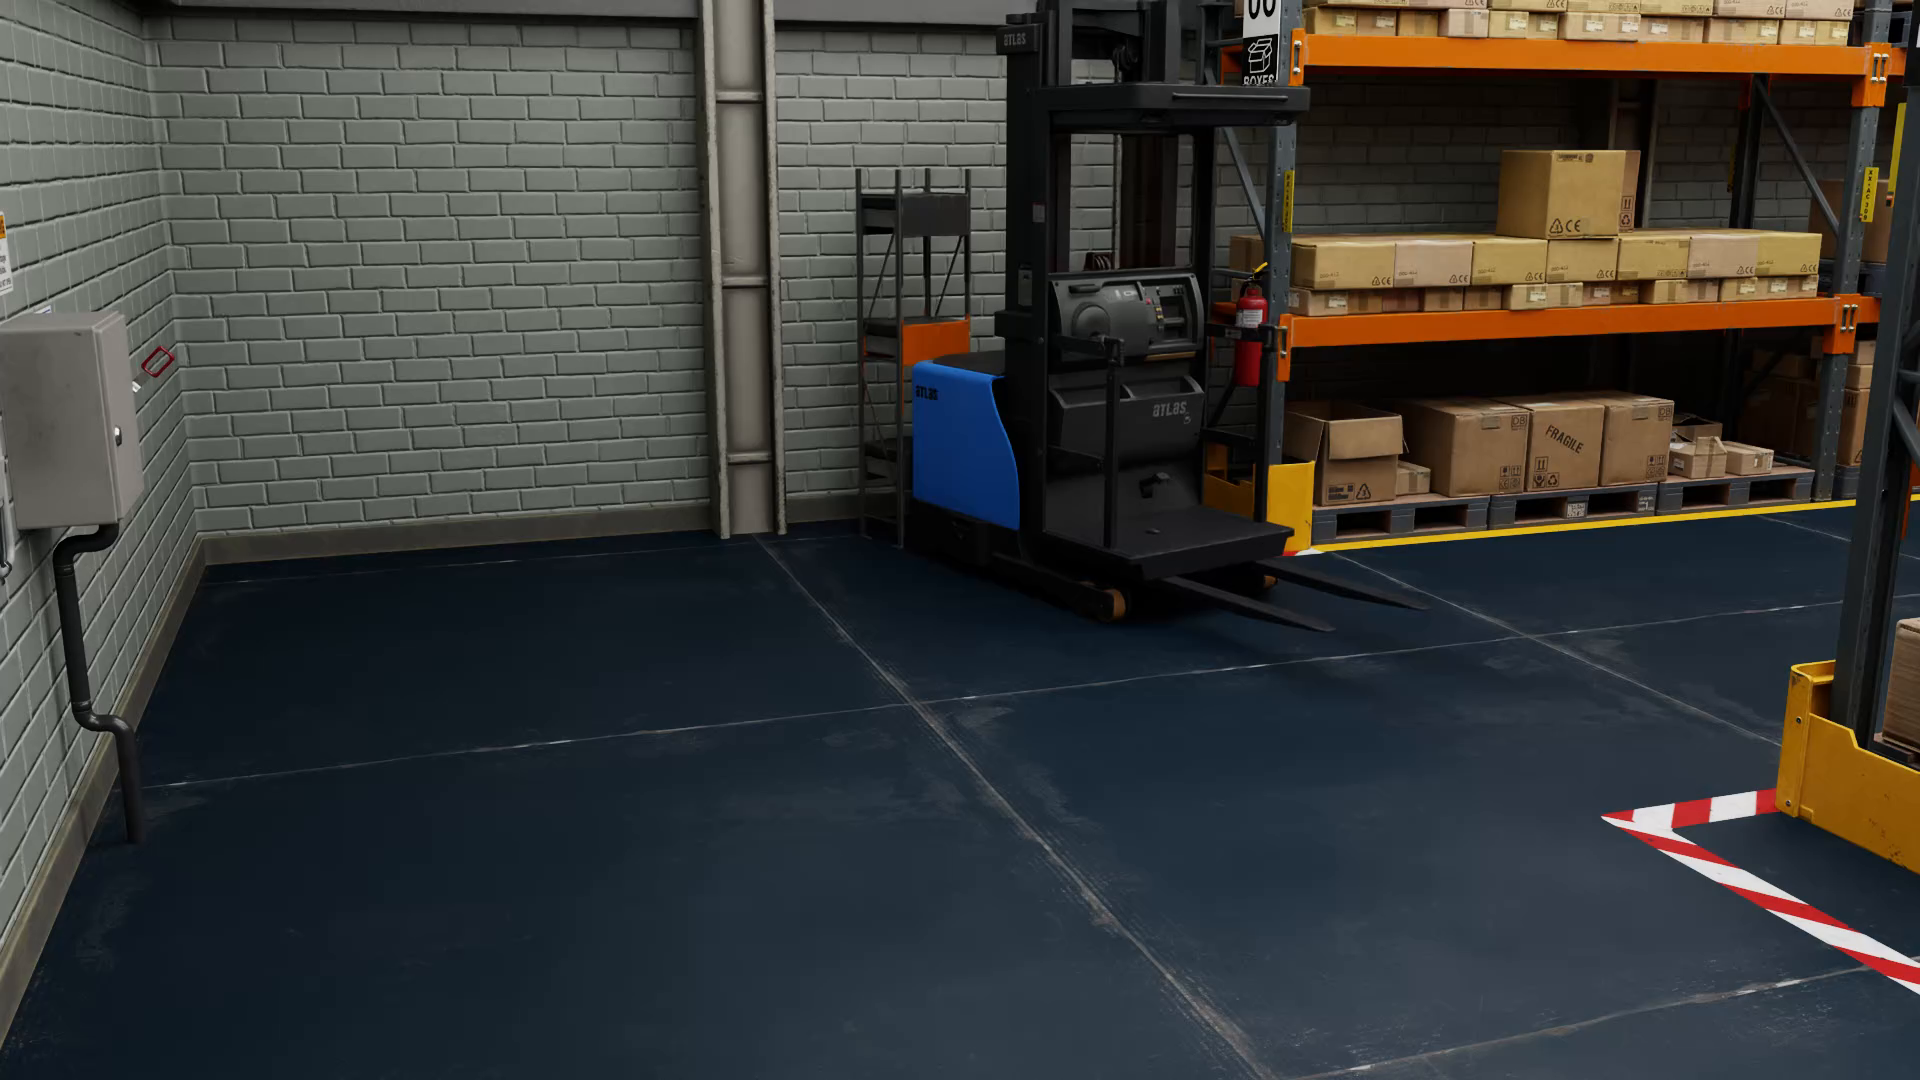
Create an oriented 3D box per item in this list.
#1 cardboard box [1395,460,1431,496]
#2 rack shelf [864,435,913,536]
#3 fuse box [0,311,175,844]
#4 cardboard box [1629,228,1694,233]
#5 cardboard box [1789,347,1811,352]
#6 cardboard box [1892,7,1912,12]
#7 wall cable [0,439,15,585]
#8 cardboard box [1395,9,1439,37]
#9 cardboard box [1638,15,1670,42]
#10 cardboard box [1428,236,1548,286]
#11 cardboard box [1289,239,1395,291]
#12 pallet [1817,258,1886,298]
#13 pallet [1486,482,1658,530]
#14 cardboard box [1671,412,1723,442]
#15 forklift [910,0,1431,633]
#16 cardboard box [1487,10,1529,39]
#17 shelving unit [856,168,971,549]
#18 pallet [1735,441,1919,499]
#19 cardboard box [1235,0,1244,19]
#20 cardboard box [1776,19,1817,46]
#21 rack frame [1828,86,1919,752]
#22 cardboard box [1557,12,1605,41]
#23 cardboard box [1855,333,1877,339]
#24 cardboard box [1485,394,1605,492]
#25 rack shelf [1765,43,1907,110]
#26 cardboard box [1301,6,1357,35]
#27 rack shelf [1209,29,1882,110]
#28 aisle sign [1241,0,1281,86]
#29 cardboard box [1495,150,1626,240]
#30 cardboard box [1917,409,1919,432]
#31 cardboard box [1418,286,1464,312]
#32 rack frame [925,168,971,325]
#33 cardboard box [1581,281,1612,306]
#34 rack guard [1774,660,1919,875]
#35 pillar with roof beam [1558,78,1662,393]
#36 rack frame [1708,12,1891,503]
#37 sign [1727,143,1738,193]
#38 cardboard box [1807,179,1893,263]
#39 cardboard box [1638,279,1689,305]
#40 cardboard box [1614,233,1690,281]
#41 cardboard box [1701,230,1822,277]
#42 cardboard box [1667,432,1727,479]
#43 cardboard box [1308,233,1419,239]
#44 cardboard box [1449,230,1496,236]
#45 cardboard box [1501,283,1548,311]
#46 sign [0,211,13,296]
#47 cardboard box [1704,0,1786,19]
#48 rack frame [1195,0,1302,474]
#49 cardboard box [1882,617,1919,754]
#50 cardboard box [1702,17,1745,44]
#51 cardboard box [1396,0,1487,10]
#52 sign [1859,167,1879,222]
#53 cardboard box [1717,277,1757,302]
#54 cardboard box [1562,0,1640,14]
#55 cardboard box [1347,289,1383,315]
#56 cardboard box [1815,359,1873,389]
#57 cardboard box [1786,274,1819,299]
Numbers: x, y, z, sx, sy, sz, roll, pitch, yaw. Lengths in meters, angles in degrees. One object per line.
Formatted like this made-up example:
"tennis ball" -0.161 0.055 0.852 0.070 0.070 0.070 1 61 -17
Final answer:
"cardboard box" 2.613 -0.380 10.013 0.250 0.149 0.380 -5 14 -20
"rack shelf" -0.263 -0.348 9.648 0.480 0.518 0.431 -11 17 -38
"fuse box" -2.694 0.149 5.318 0.414 1.711 0.539 -4 14 -18
"cardboard box" 4.351 -1.867 10.691 0.500 0.250 0.500 -5 14 -19
"cardboard box" 5.884 -1.226 11.407 0.250 0.149 0.380 -4 14 -18
"cardboard box" 5.871 -3.462 10.654 0.250 0.149 0.380 -4 14 -17
"wall cable" -2.625 -0.811 4.373 0.122 1.984 0.588 -4 14 -18
"cardboard box" 2.453 -2.866 9.269 0.250 0.149 0.380 -4 14 -18
"cardboard box" 3.909 -2.971 9.712 0.250 0.149 0.380 -4 14 -17
"cardboard box" 3.061 -1.637 9.726 0.500 0.250 0.500 -5 14 -19
"cardboard box" 2.104 -1.562 9.409 0.500 0.250 0.500 -4 14 -18
"pallet" 6.171 -1.753 10.944 1.213 0.211 1.003 -4 14 -18
"pallet" 3.570 -0.313 10.503 1.213 0.211 1.003 -4 14 -18
"cardboard box" 4.678 -0.710 11.050 0.500 0.311 0.500 -4 14 -16
"forklift" 0.969 -1.153 8.157 1.130 2.935 3.031 -9 16 -34
"cardboard box" 2.968 -2.882 9.340 0.250 0.149 0.380 -4 14 -18
"shelving unit" -0.261 -1.042 9.483 0.503 2.100 0.431 -11 17 -38
"pallet" 6.138 -0.523 11.385 1.213 0.211 1.003 -4 14 -18
"cardboard box" 1.923 -3.139 9.558 0.500 0.250 0.500 -5 14 -19
"cardboard box" 4.900 -3.039 10.000 0.250 0.149 0.380 -4 14 -18
"rack frame" 3.175 -0.427 4.958 0.127 3.000 1.000 -4 14 -18
"cardboard box" 3.448 -2.917 9.486 0.250 0.149 0.380 -4 14 -18
"cardboard box" 6.035 -1.257 10.897 0.250 0.149 0.380 -5 14 -21
"cardboard box" 3.554 -0.600 10.178 0.500 0.500 0.500 -4 14 -17
"rack shelf" 7.275 -3.068 11.131 4.000 0.370 1.077 -4 14 -18
"cardboard box" 1.964 -2.825 9.100 0.250 0.149 0.380 -4 14 -17
"rack shelf" 3.484 -2.773 9.890 4.000 0.370 1.077 -4 14 -18
"aisle sign" 1.617 -2.711 8.941 0.004 0.787 0.394 -4 14 -18
"cardboard box" 3.526 -2.038 9.788 0.500 0.500 0.500 -4 14 -17
"cardboard box" 6.411 -0.827 11.132 0.500 0.500 0.500 -5 14 -19
"cardboard box" 2.711 -1.419 9.669 0.250 0.149 0.380 -4 14 -16
"rack frame" -0.072 -1.077 9.633 0.015 2.100 0.400 -11 17 -38
"cardboard box" 3.689 -1.500 10.010 0.250 0.149 0.380 -4 14 -18
"rack guard" 3.152 0.790 5.240 0.348 0.500 1.175 -4 14 -18
"pillar with roof beam" 5.805 -3.932 6.726 0.400 9.000 9.100 -4 14 -18
"rack frame" 5.379 -1.811 10.775 0.127 3.000 1.000 -4 14 -18
"sign" 5.199 -2.496 11.151 0.005 0.325 0.100 -4 14 -18
"cardboard box" 5.909 -2.051 10.658 0.500 0.500 0.700 -4 14 -17
"cardboard box" 4.189 -1.523 10.107 0.250 0.149 0.380 -5 14 -19
"cardboard box" 4.027 -1.718 10.063 0.500 0.250 0.500 -5 14 -18
"cardboard box" 4.974 -1.792 10.375 0.500 0.250 0.500 -4 14 -17
"cardboard box" 4.607 -0.553 10.488 0.258 0.266 0.396 -4 14 -16
"cardboard box" 2.429 -1.718 10.063 0.500 0.250 0.500 -4 14 -18
"cardboard box" 3.395 -1.792 10.374 0.500 0.250 0.500 -4 14 -18
"cardboard box" 3.224 -1.442 9.765 0.250 0.149 0.380 -5 14 -20
"sign" -2.872 -0.852 4.958 0.001 0.242 0.339 -4 14 -18
"cardboard box" 4.513 -3.211 9.859 0.500 0.250 0.500 -5 14 -20
"rack frame" 1.588 -1.516 9.533 0.127 3.000 1.000 -4 14 -18
"cardboard box" 3.768 0.544 5.503 0.875 0.438 0.875 -5 14 -20
"cardboard box" 4.408 -3.004 9.852 0.250 0.149 0.380 -5 14 -18
"cardboard box" 2.571 -3.062 9.232 0.500 0.250 0.500 -4 14 -17
"sign" 5.560 -2.114 10.177 0.005 0.325 0.100 -4 14 -18
"cardboard box" 4.679 -1.561 10.268 0.250 0.149 0.380 -4 14 -17
"cardboard box" 3.543 -3.140 9.561 0.500 0.250 0.500 -5 14 -19
"cardboard box" 2.214 -1.387 9.533 0.250 0.149 0.380 -4 14 -17
"cardboard box" 5.804 -1.083 10.806 0.250 0.149 0.380 -4 14 -15
"cardboard box" 5.158 -1.610 10.472 0.250 0.149 0.380 -4 14 -17
